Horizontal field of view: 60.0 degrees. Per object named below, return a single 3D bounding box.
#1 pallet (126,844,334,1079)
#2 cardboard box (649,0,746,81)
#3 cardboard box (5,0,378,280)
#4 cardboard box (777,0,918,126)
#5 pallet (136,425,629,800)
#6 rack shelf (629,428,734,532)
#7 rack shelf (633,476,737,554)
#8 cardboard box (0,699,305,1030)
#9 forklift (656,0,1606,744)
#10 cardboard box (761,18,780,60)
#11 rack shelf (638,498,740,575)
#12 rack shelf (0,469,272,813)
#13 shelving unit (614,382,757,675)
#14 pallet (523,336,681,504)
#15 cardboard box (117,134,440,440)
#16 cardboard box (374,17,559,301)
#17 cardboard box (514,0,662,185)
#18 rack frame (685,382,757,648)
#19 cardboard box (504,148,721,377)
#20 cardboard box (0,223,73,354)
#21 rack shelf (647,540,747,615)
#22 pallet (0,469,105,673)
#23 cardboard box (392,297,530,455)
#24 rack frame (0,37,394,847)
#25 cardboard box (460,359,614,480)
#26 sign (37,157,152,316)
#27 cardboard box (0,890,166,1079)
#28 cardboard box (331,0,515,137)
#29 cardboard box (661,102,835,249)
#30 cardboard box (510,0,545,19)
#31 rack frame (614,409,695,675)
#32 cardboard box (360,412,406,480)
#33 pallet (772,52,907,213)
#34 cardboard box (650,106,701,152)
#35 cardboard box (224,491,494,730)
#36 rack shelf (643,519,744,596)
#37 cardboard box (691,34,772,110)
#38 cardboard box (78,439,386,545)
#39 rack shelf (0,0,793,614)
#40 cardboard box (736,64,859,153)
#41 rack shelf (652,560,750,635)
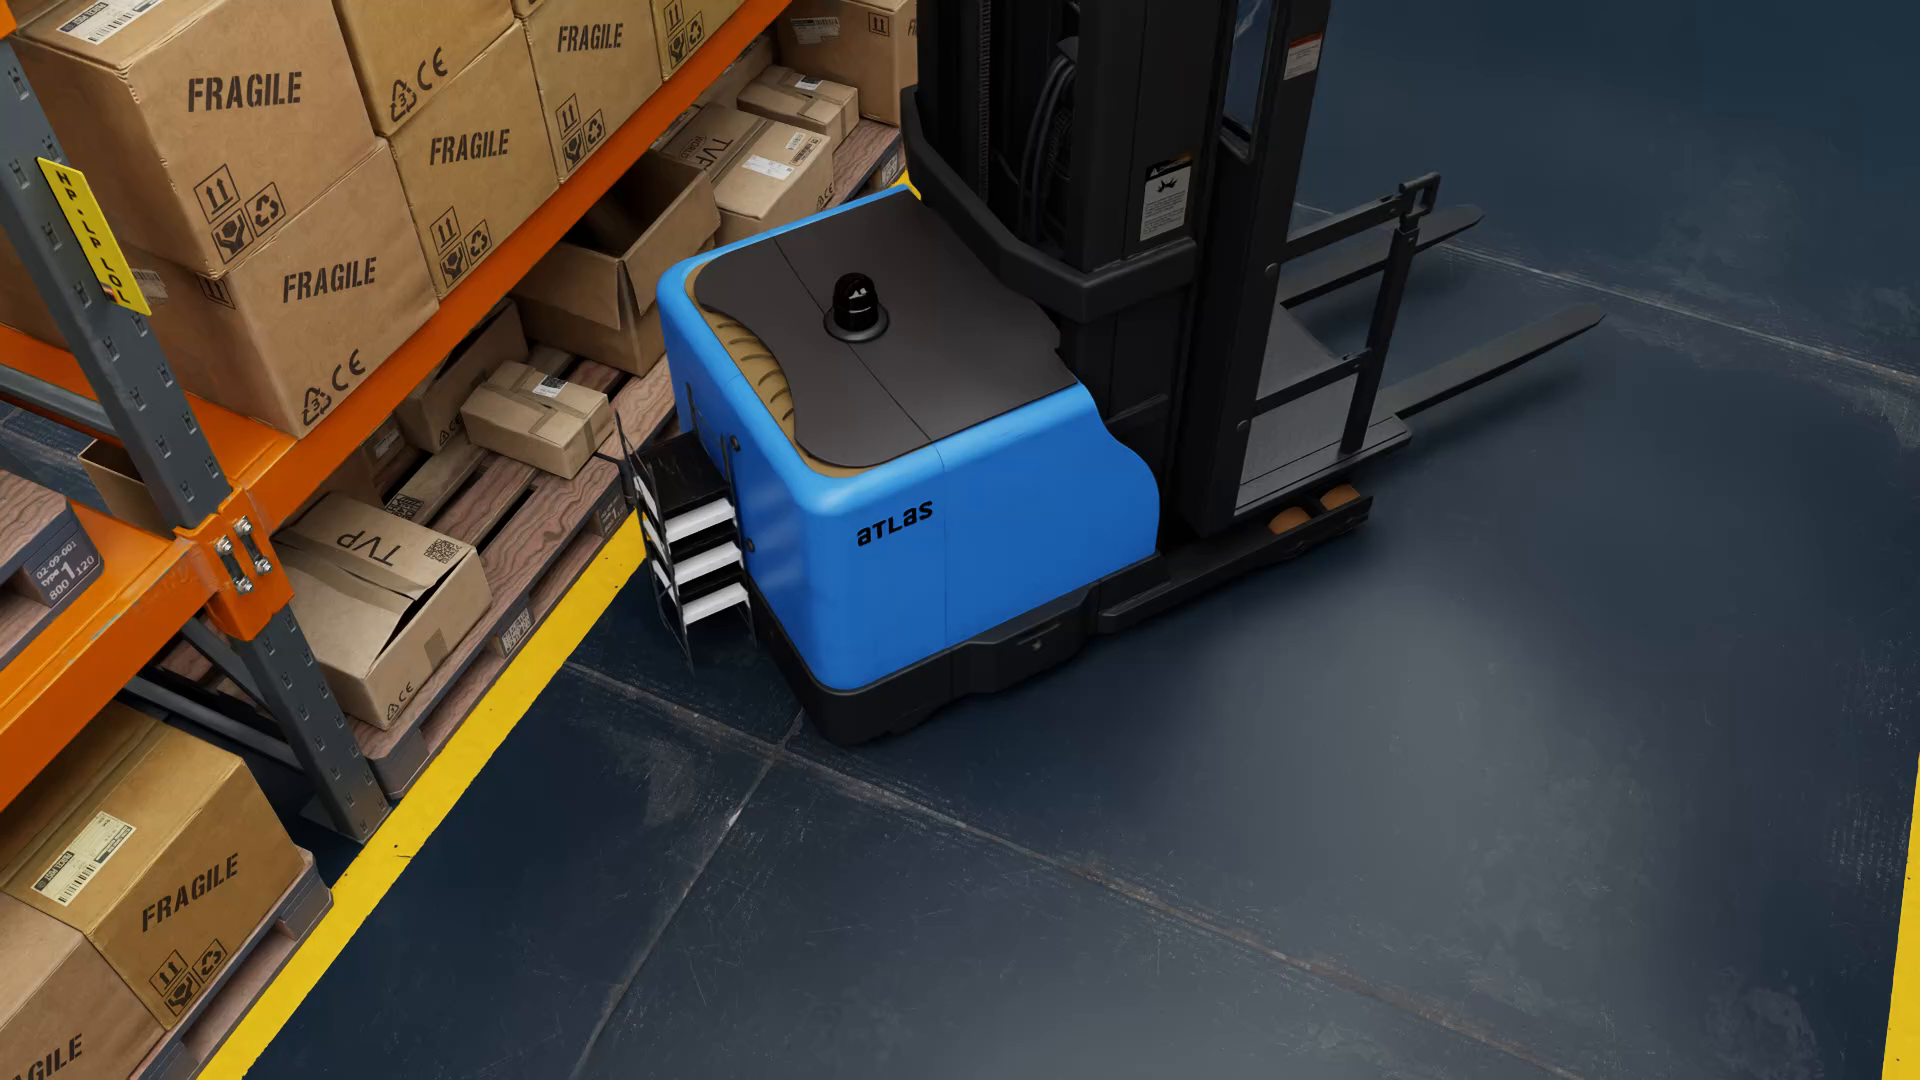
[{"bbox_3d":[-2.363,1.135,4.146,1.003,0.211,1.213,20,52,16],"label":"pallet"},{"bbox_3d":[-0.938,-1.684,4.647,0.500,0.500,0.500,19,52,16],"label":"cardboard box"},{"bbox_3d":[-1.594,-0.930,3.350,0.500,0.500,0.500,21,53,17],"label":"cardboard box"},{"bbox_3d":[-0.351,-1.973,6.312,0.500,0.500,0.500,20,52,16],"label":"cardboard box"},{"bbox_3d":[-1.756,0.090,5.035,1.003,0.211,1.213,20,52,16],"label":"pallet"},{"bbox_3d":[-0.757,-0.164,4.488,0.200,0.077,0.258,-24,54,-19],"label":"rack shelf"},{"bbox_3d":[-0.757,-0.106,4.557,0.200,0.077,0.258,-24,54,-19],"label":"rack shelf"},{"bbox_3d":[-2.002,0.760,3.987,0.500,0.500,0.500,20,52,16],"label":"cardboard box"},{"bbox_3d":[0.703,-1.219,4.362,3.031,2.935,1.130,-24,54,-19],"label":"forklift"},{"bbox_3d":[-0.938,-1.971,6.529,0.380,0.166,0.250,20,52,16],"label":"cardboard box"},{"bbox_3d":[-0.757,-0.047,4.625,0.200,0.077,0.258,-24,54,-19],"label":"rack shelf"},{"bbox_3d":[-2.904,1.269,2.673,1.077,0.370,4.000,20,52,16],"label":"rack shelf"},{"bbox_3d":[-0.757,-0.011,4.668,0.210,0.900,0.258,-24,54,-19],"label":"shelving unit"},{"bbox_3d":[-1.236,-0.753,5.752,1.003,0.211,1.213,20,52,16],"label":"pallet"},{"bbox_3d":[-1.586,-0.636,3.756,0.500,0.500,0.500,21,53,17],"label":"cardboard box"},{"bbox_3d":[-1.370,-0.989,4.057,0.500,0.500,0.500,21,53,17],"label":"cardboard box"},{"bbox_3d":[-1.154,-1.333,4.349,0.500,0.500,0.500,20,52,16],"label":"cardboard box"},{"bbox_3d":[-0.669,-0.049,4.701,0.006,0.900,0.240,-24,54,-19],"label":"rack frame"},{"bbox_3d":[-1.252,-0.970,5.456,0.797,0.503,0.637,20,52,16],"label":"cardboard box"},{"bbox_3d":[-2.068,-0.801,3.896,0.500,0.500,0.500,21,53,17],"label":"cardboard box"},{"bbox_3d":[-0.757,0.069,4.762,0.200,0.077,0.258,-24,54,-19],"label":"rack shelf"},{"bbox_3d":[-2.490,0.236,3.206,1.003,0.211,1.213,20,52,16],"label":"pallet"},{"bbox_3d":[-1.743,-0.613,5.279,0.500,0.311,0.500,20,52,16],"label":"cardboard box"},{"bbox_3d":[-2.050,-0.341,3.571,1.000,3.000,0.127,20,52,16],"label":"rack frame"},{"bbox_3d":[-1.315,-0.383,5.178,0.380,0.166,0.250,20,52,16],"label":"cardboard box"},{"bbox_3d":[-1.547,-0.538,2.978,0.100,0.325,0.005,20,52,16],"label":"sign"},{"bbox_3d":[-2.221,1.097,3.699,0.500,0.500,0.500,20,52,16],"label":"cardboard box"},{"bbox_3d":[-1.374,-1.286,3.652,0.500,0.500,0.500,18,52,15],"label":"cardboard box"},{"bbox_3d":[-0.784,-1.248,5.859,0.500,0.250,0.500,20,52,16],"label":"cardboard box"},{"bbox_3d":[-1.154,-1.640,3.953,0.500,0.500,0.500,18,52,15],"label":"cardboard box"},{"bbox_3d":[-0.845,0.028,4.635,0.006,0.900,0.240,-24,54,-19],"label":"rack frame"},{"bbox_3d":[-1.957,-0.322,5.138,0.380,0.149,0.250,20,52,16],"label":"cardboard box"},{"bbox_3d":[-0.713,-1.590,6.465,1.003,0.211,1.213,20,52,16],"label":"pallet"},{"bbox_3d":[-1.257,-1.376,5.968,0.500,0.250,0.500,20,52,16],"label":"cardboard box"},{"bbox_3d":[-1.675,0.169,4.613,0.500,0.311,0.500,20,52,16],"label":"cardboard box"},{"bbox_3d":[-0.757,0.011,4.694,0.200,0.077,0.258,-24,54,-19],"label":"rack shelf"},{"bbox_3d":[-1.044,-1.720,6.261,0.500,0.250,0.500,20,52,16],"label":"cardboard box"},{"bbox_3d":[-2.063,-0.158,4.767,0.500,0.500,0.500,20,52,16],"label":"cardboard box"},{"bbox_3d":[-1.196,-1.485,5.016,1.077,0.370,4.000,20,52,16],"label":"rack shelf"},{"bbox_3d":[-0.605,-1.616,6.227,0.380,0.166,0.250,20,52,16],"label":"cardboard box"},{"bbox_3d":[-0.757,0.128,4.831,0.200,0.077,0.258,-24,54,-19],"label":"rack shelf"}]
